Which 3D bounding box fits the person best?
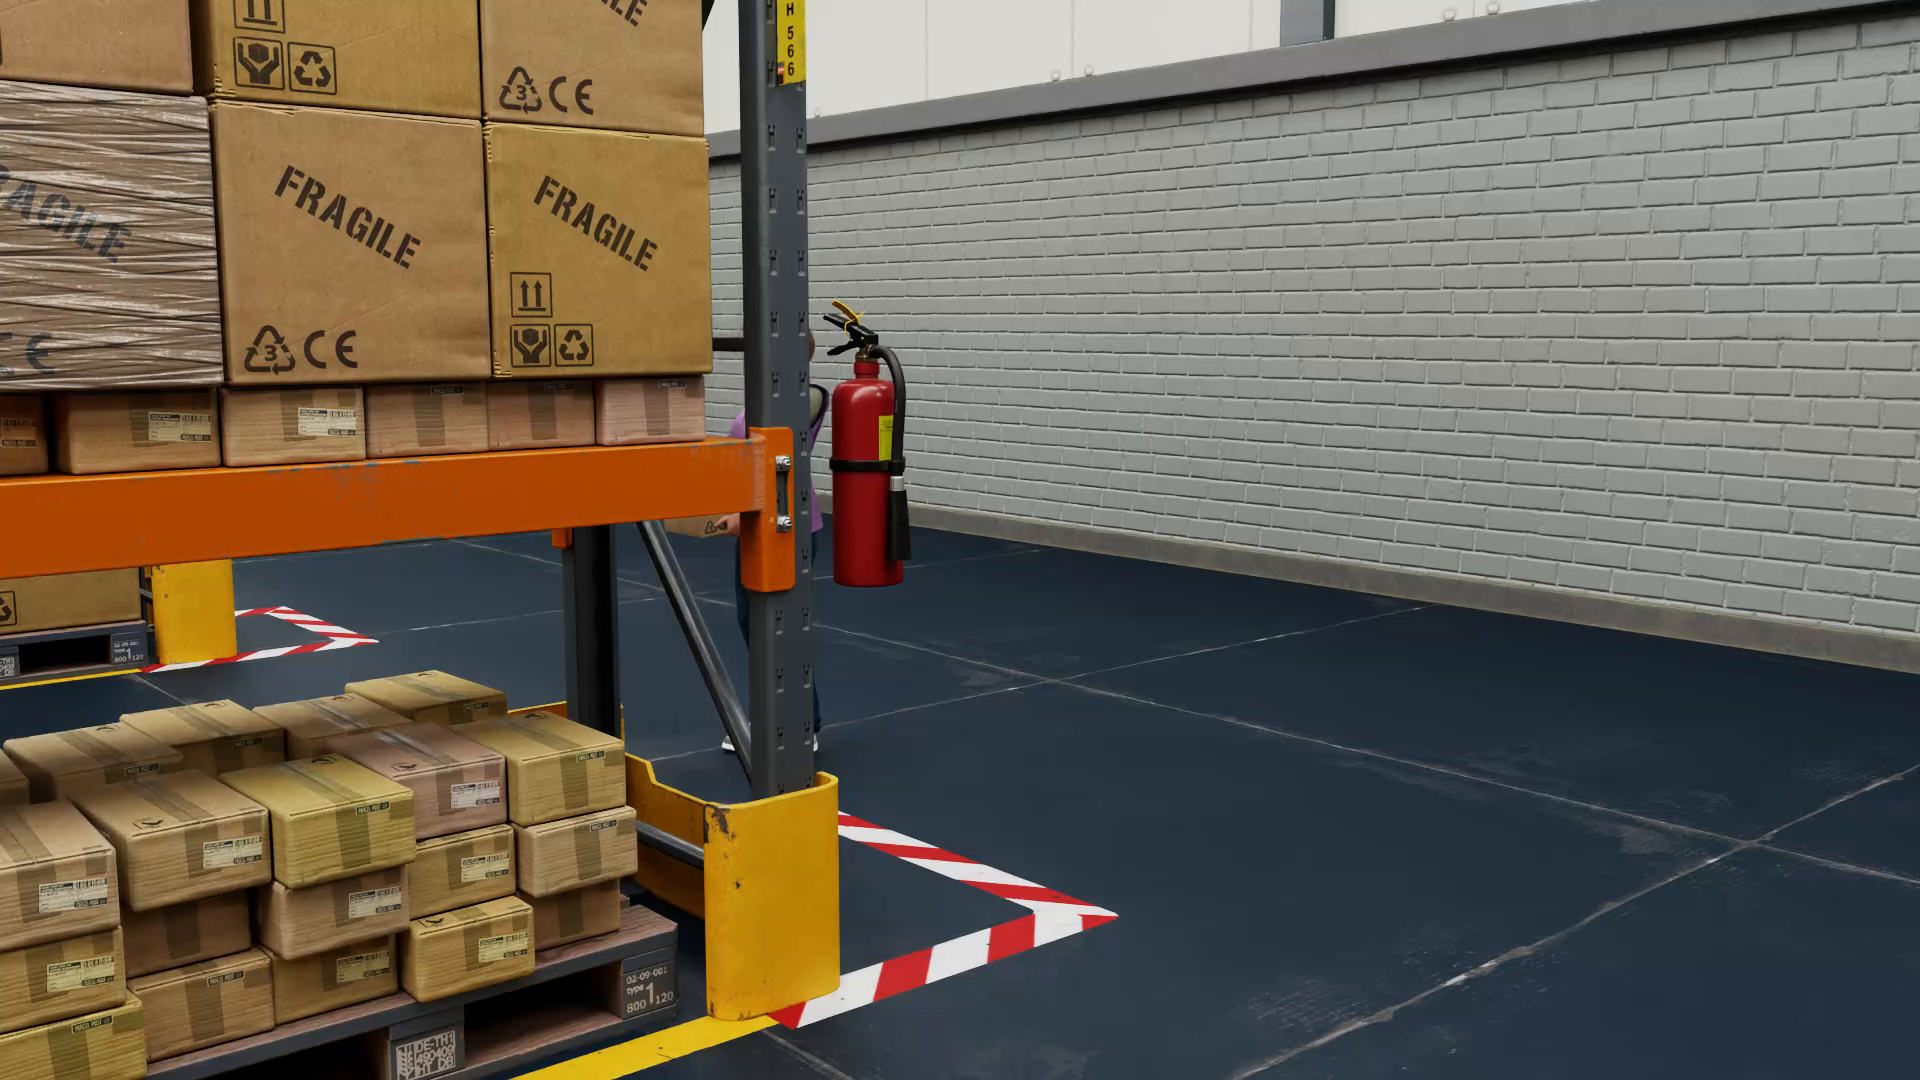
[{"bbox_3d":[-0.657,-0.015,5.958,0.345,1.591,0.476,-7,11,-44],"label":"person"}]
